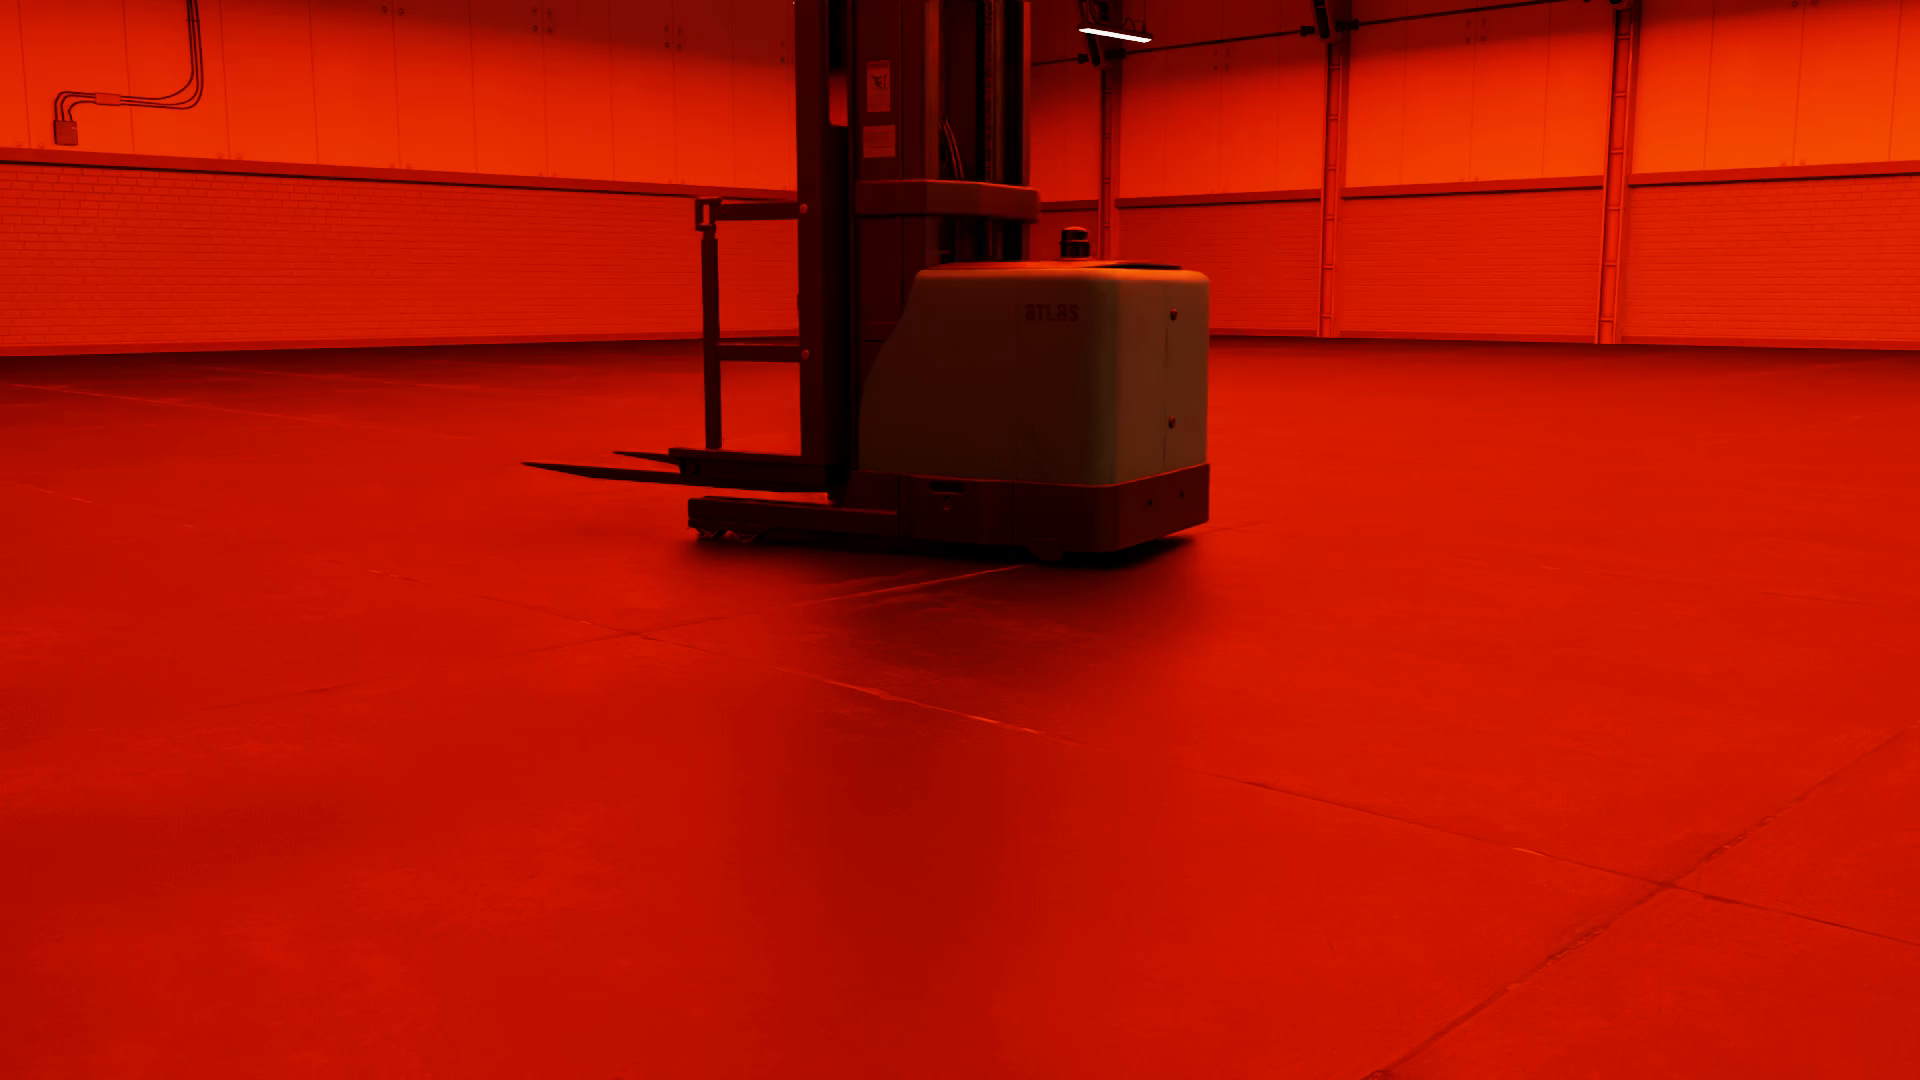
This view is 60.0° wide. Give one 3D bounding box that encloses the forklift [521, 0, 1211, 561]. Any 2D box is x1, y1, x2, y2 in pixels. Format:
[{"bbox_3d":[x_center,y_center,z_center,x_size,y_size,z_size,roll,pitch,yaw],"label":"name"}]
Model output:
[{"bbox_3d":[-0.521,-1.508,6.891,3.031,2.935,1.130,5,10,30],"label":"forklift"}]
